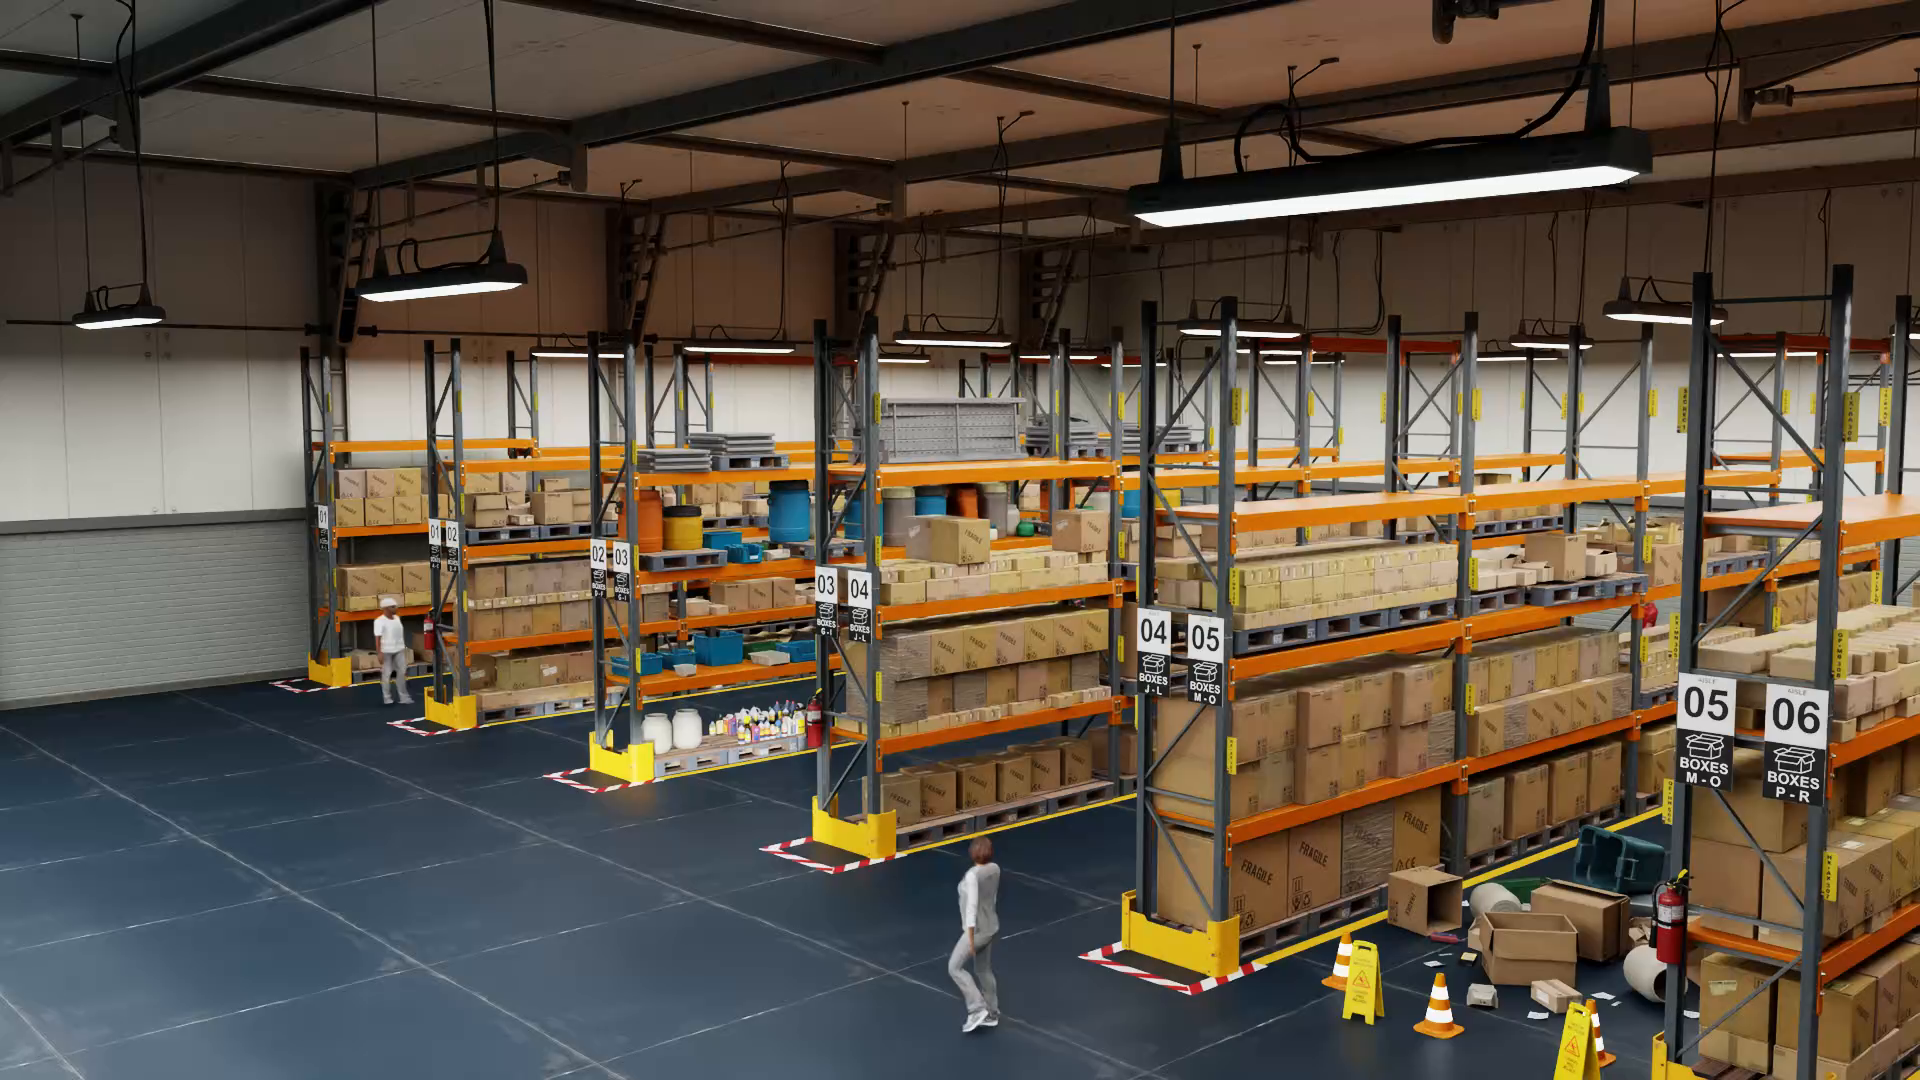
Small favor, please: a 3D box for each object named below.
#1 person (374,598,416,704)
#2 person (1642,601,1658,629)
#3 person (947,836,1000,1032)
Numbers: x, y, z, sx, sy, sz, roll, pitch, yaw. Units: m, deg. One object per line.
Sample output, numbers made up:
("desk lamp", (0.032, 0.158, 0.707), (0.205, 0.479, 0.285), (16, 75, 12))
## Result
("person", (-9.412, 1.855, 27.666), (0.608, 1.765, 0.606), (5, 7, 43))
("person", (12.100, 1.747, 29.319), (1.056, 1.680, 0.593), (4, 6, 37))
("person", (0.118, 3.180, 13.464), (0.412, 1.615, 0.475), (1, 5, 11))
